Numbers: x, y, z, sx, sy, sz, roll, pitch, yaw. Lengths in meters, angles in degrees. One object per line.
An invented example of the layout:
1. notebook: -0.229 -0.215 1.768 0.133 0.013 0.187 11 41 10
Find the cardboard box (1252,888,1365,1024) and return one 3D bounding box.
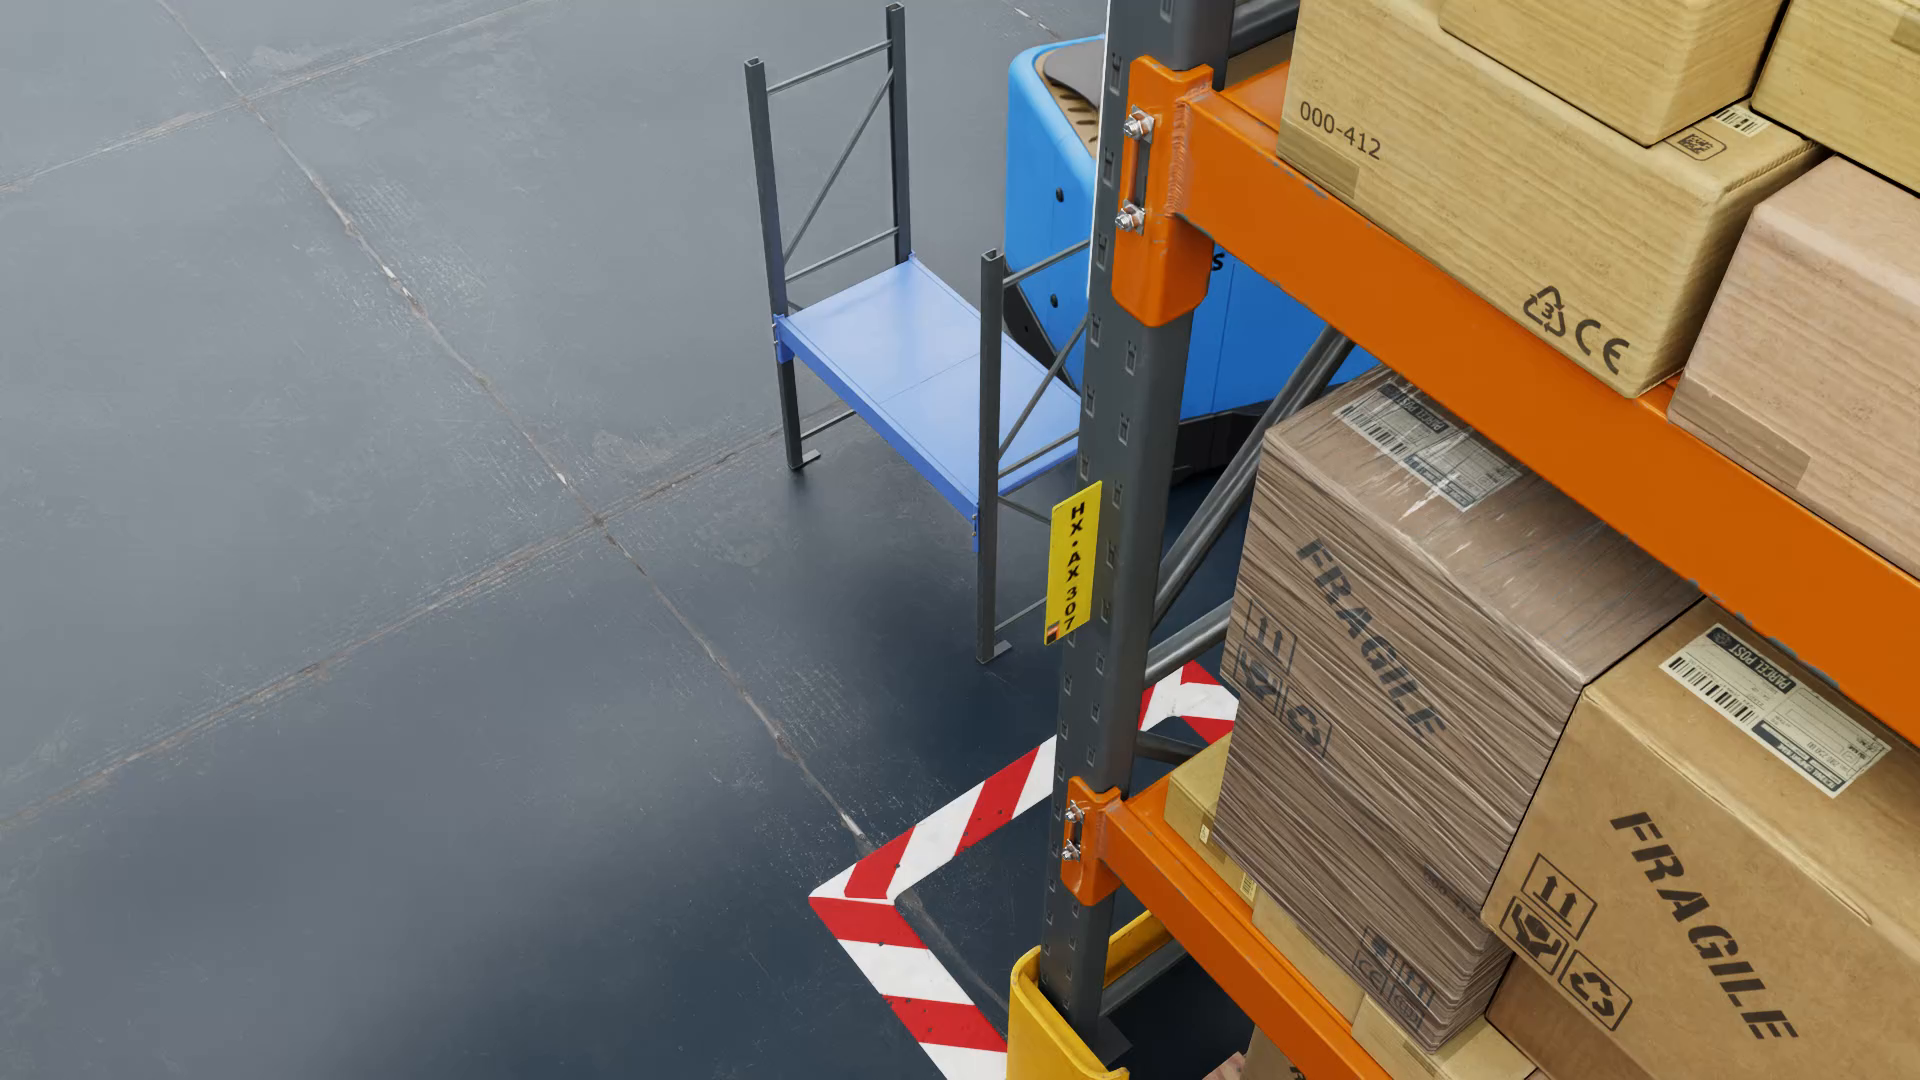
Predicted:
1. cardboard box: 0.729 0.603 2.848 0.380 0.149 0.250 -29 54 -24

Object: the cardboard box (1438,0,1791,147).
1. cardboard box: 0.673 -0.541 1.524 0.380 0.149 0.250 -28 54 -23

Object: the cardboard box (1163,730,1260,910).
1. cardboard box: 0.593 0.447 2.990 0.380 0.149 0.250 -29 54 -24

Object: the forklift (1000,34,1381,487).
1. forklift: 1.713 -1.794 4.898 3.031 2.935 1.130 -14 49 -12

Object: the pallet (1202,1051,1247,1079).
1. pallet: 1.120 1.564 3.690 1.003 0.211 1.213 -29 54 -24

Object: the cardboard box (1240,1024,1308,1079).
1. cardboard box: 0.975 1.162 3.576 0.500 0.500 0.500 -20 51 -17

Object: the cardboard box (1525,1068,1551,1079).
1. cardboard box: 1.036 0.895 2.584 0.380 0.149 0.250 -29 54 -24

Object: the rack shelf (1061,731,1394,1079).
1. rack shelf: 1.821 1.508 2.344 1.077 0.370 4.000 -29 54 -24

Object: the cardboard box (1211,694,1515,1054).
1. cardboard box: 0.921 0.290 2.694 0.875 0.500 0.500 -29 54 -24

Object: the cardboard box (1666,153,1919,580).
1. cardboard box: 1.013 -0.168 1.455 0.500 0.250 0.500 -31 55 -25

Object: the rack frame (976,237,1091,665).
1. rack frame: 0.256 -0.254 4.468 0.500 1.500 0.032 -29 54 -24

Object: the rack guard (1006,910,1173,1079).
1. rack guard: 0.656 0.972 4.032 1.175 0.500 0.348 -29 54 -24

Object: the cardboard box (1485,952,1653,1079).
1. cardboard box: 1.319 0.531 2.475 0.875 0.500 0.500 -29 54 -24

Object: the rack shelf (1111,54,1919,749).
1. rack shelf: 1.821 0.501 1.232 1.077 0.370 4.000 -29 54 -24

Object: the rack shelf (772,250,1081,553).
1. rack shelf: -0.052 -0.433 4.873 0.538 0.185 1.000 -29 54 -24

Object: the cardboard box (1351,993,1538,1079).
1. cardboard box: 0.868 0.757 2.709 0.380 0.149 0.250 -29 54 -24

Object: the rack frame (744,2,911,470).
1. rack frame: -0.359 -0.854 5.012 0.500 1.500 0.032 -29 54 -24

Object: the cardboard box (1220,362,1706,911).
1. cardboard box: 0.726 0.065 2.224 0.500 0.500 0.500 -29 54 -24

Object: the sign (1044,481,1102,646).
1. sign: 0.178 0.040 2.605 0.100 0.325 0.005 -29 54 -24

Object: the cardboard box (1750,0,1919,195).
1. cardboard box: 0.924 -0.448 1.439 0.380 0.149 0.250 -30 55 -25

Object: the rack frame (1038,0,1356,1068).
1. rack frame: 0.610 0.087 3.146 1.000 3.000 0.127 -29 54 -24

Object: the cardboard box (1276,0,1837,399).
1. cardboard box: 0.696 -0.470 1.728 0.500 0.250 0.500 -28 54 -23

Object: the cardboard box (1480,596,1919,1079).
1. cardboard box: 1.023 0.363 1.954 0.500 0.500 0.500 -29 54 -24

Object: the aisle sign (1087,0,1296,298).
1. aisle sign: 0.334 -0.688 2.094 0.394 0.787 0.004 -29 54 -24

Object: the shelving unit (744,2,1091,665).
1. shelving unit: -0.052 -0.554 4.740 0.538 1.500 1.048 -29 54 -24
